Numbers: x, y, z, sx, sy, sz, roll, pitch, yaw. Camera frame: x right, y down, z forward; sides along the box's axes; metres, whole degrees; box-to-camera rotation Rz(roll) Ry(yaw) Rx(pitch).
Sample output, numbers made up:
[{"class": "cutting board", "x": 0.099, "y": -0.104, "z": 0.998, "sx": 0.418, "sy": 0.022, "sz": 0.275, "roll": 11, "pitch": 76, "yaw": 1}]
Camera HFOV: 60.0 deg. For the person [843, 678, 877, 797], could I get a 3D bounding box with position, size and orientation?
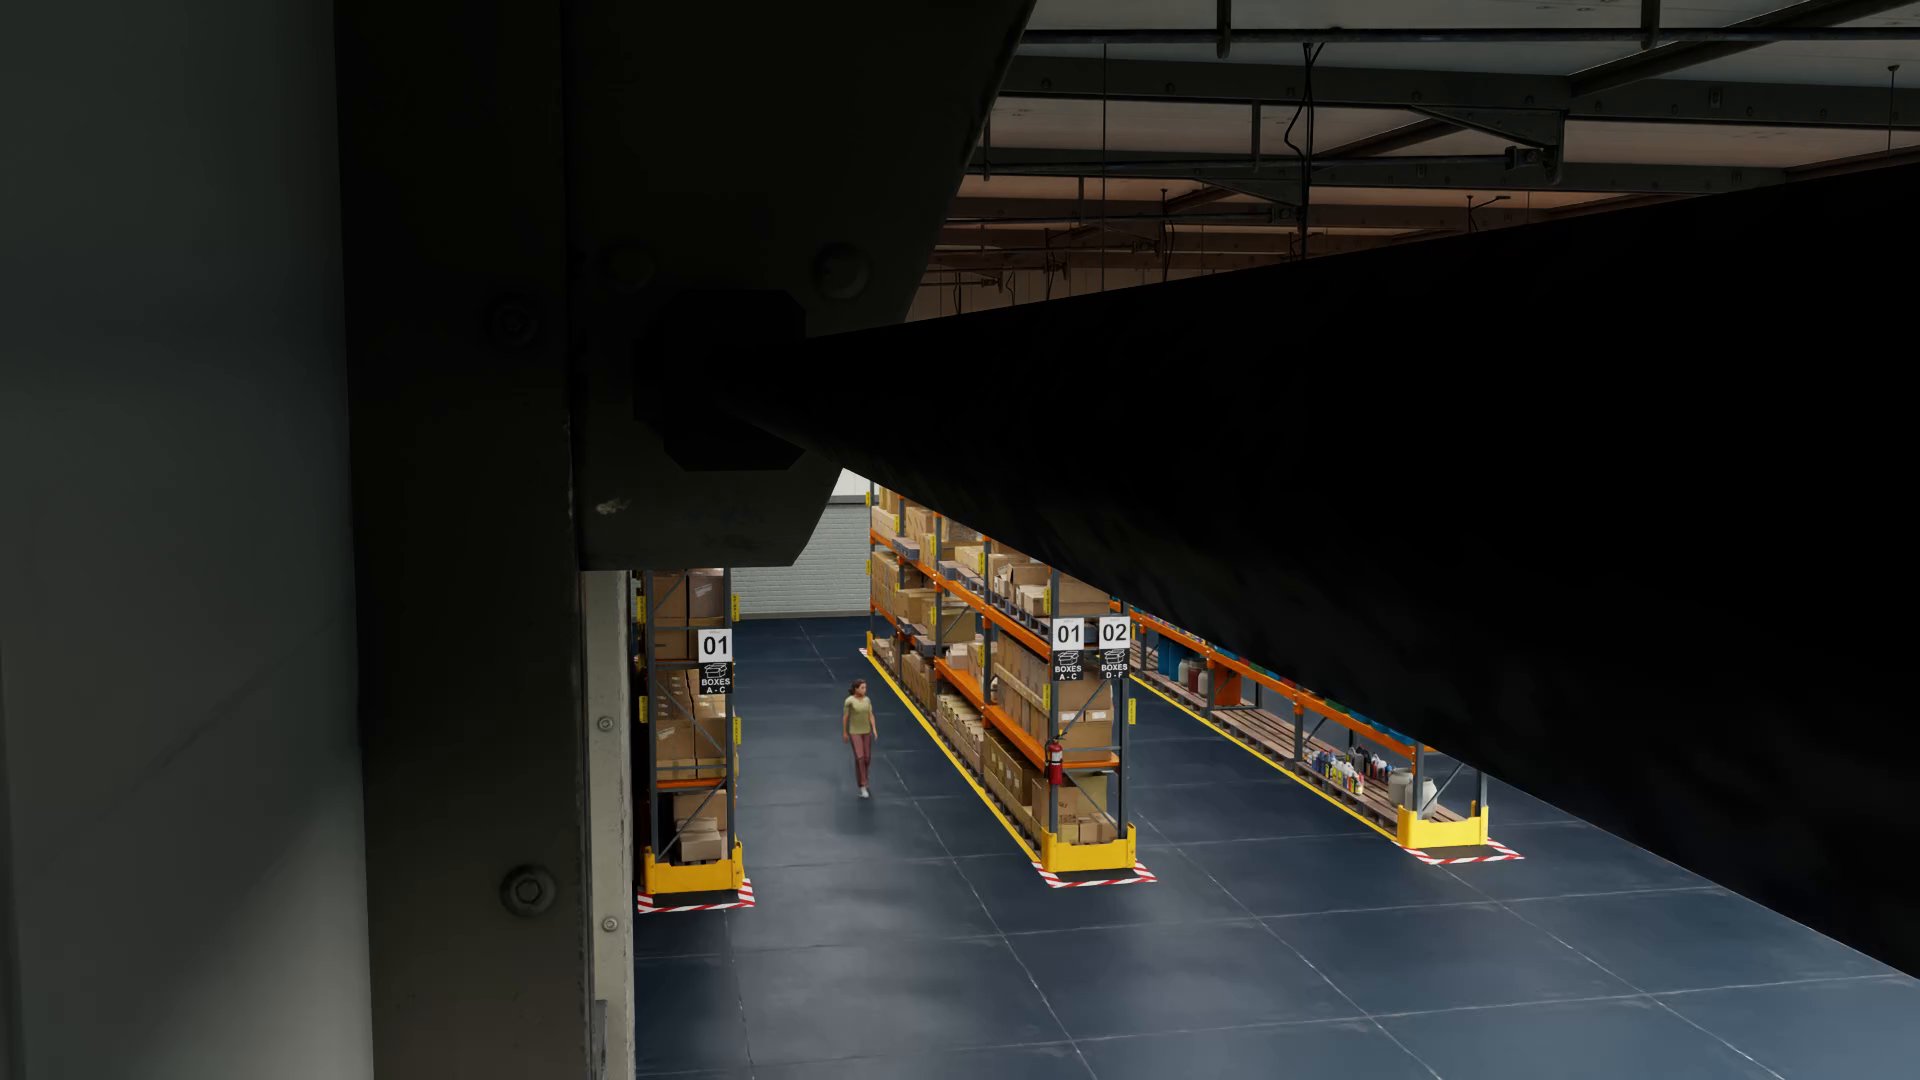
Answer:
[{"class": "person", "x": -1.430, "y": 2.925, "z": 24.787, "sx": 0.466, "sy": 1.687, "sz": 0.690, "roll": -4, "pitch": 7, "yaw": -33}]
